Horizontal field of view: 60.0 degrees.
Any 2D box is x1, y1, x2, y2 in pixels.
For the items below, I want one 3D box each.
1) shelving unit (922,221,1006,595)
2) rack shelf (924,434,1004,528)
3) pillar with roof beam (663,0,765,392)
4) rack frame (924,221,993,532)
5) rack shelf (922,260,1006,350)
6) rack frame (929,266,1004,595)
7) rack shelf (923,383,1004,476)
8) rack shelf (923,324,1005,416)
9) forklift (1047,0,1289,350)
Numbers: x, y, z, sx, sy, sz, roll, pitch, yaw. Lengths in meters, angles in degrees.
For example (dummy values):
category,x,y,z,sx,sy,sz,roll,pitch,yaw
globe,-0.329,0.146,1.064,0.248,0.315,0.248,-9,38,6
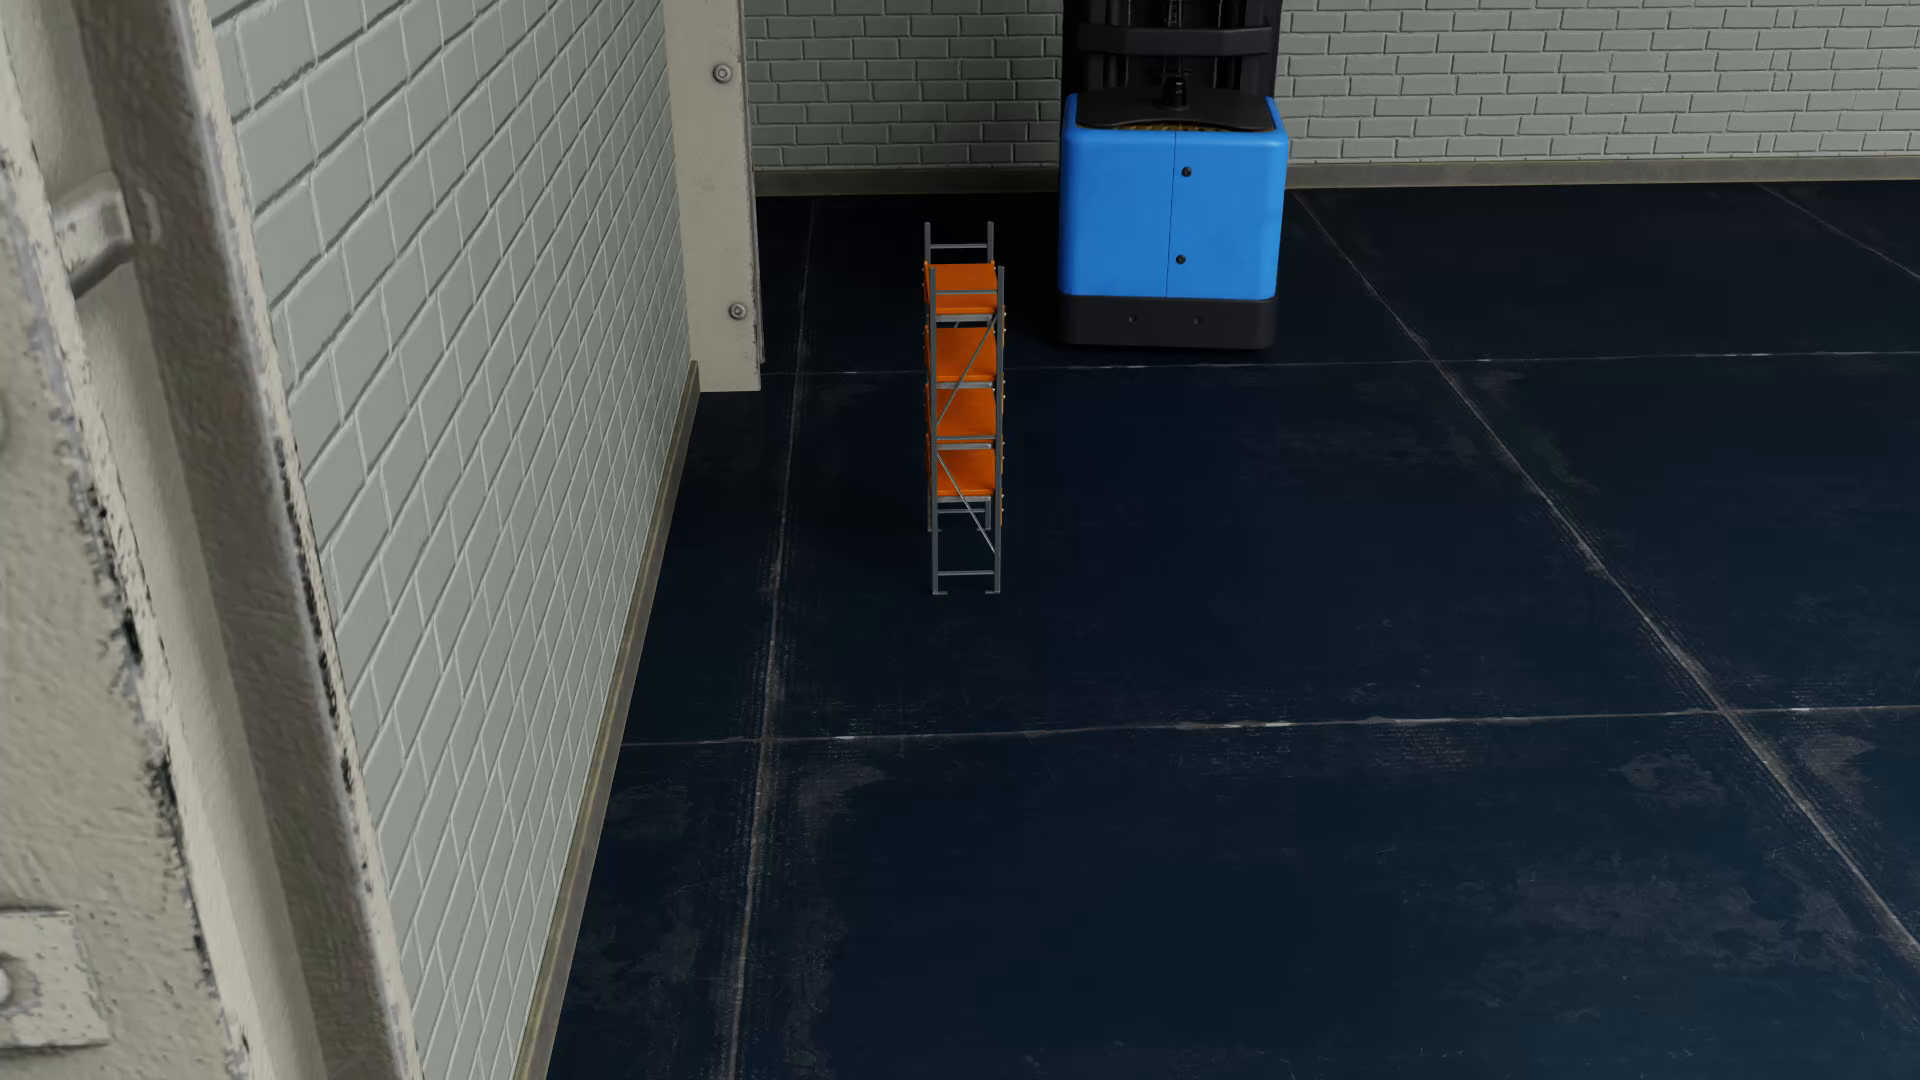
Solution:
category,x,y,z,sx,sy,sz,roll,pitch,yaw
shelving unit,0.009,-0.456,5.826,0.258,1.200,0.503,-1,28,-3
rack shelf,0.009,-0.220,5.949,0.258,0.148,0.480,-1,28,-3
pillar with roof beam,3.227,-4.860,5.838,9.100,9.000,0.400,-1,28,-3
rack frame,-0.004,-0.568,6.042,0.240,1.200,0.015,-1,28,-3
rack shelf,0.009,-0.804,5.644,0.258,0.148,0.480,-1,28,-3
rack frame,0.021,-0.343,5.610,0.240,1.200,0.015,-1,28,-3
rack shelf,0.009,-0.396,5.857,0.258,0.148,0.480,-1,28,-3
rack shelf,0.009,-0.594,5.754,0.258,0.148,0.480,-1,28,-3
forklift,1.081,-2.843,8.532,1.130,2.935,3.031,2,28,4
